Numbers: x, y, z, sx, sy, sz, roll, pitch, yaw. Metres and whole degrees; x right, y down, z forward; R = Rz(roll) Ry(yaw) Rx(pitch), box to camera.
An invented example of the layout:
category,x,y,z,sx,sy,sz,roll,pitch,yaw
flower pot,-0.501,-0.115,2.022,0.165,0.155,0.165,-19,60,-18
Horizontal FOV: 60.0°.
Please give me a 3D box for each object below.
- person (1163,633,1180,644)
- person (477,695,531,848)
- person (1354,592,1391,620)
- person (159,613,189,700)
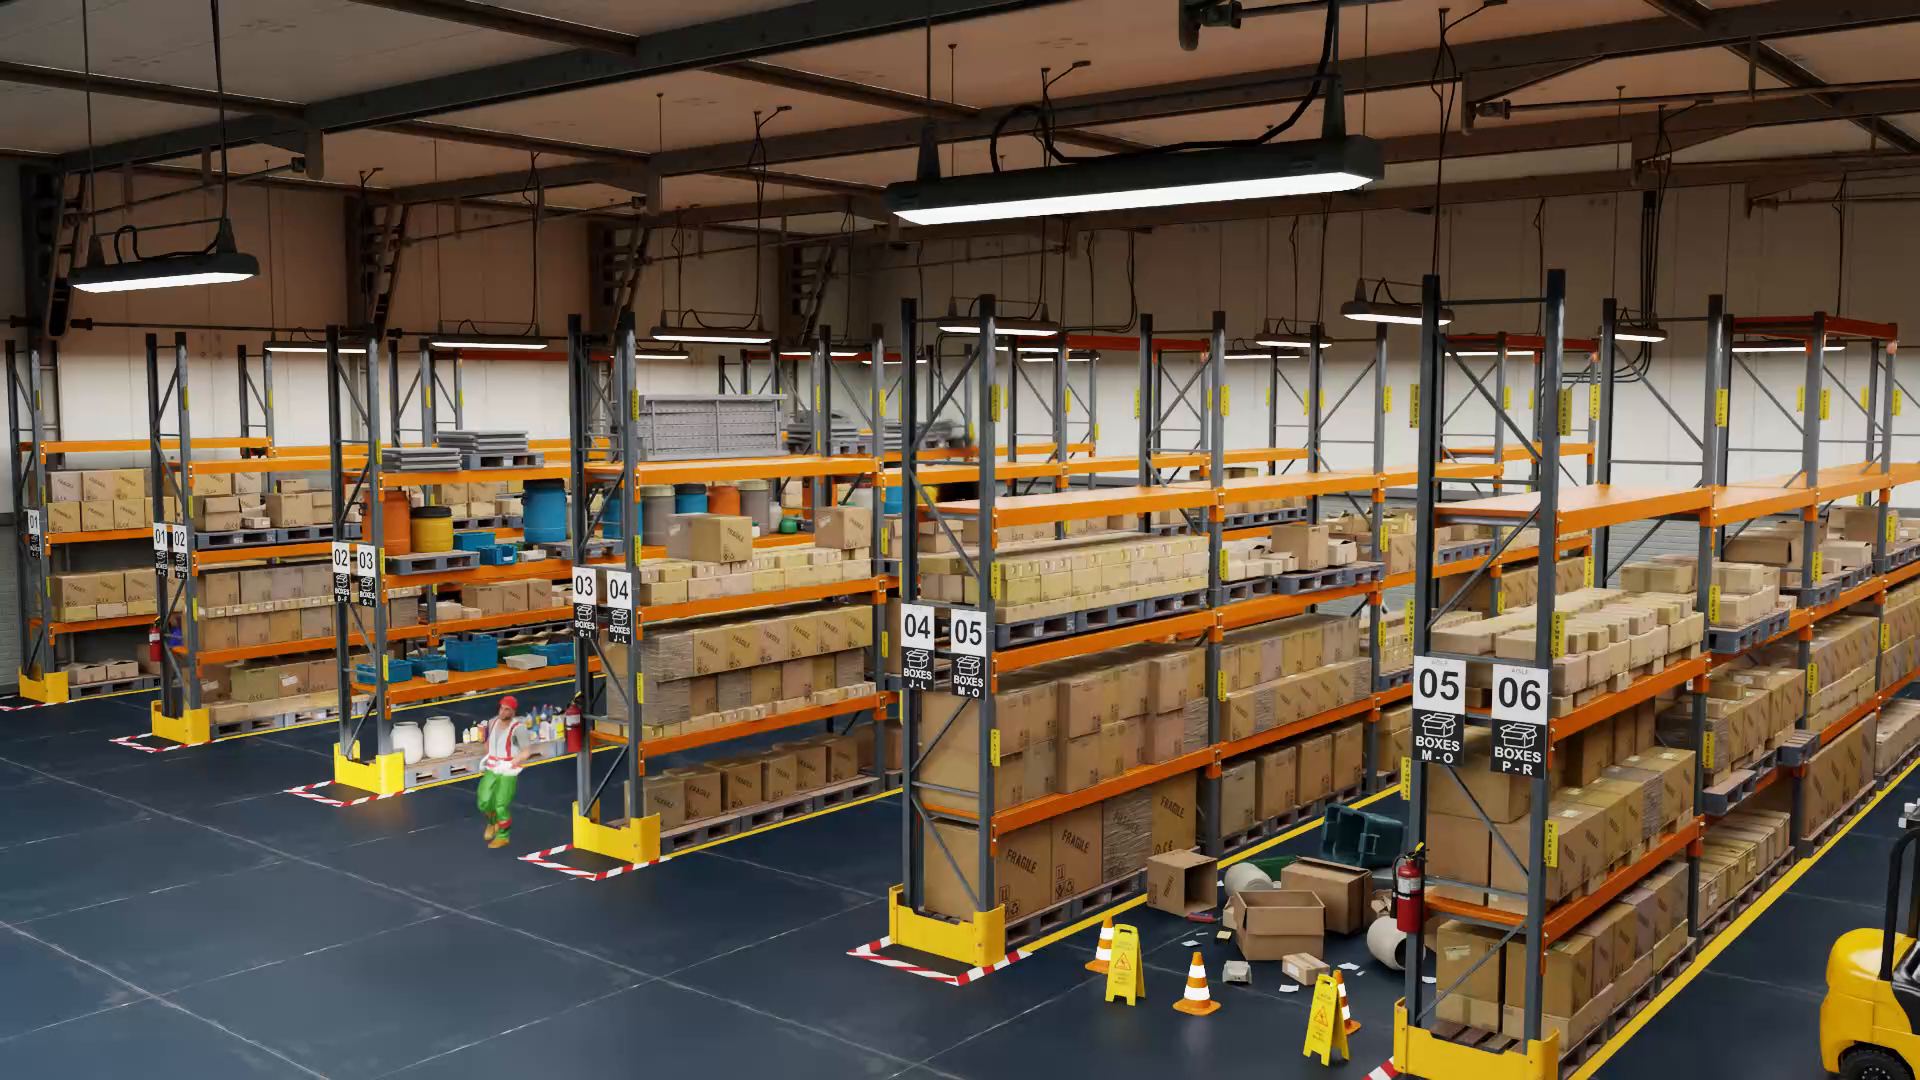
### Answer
category,x,y,z,sx,sy,sz,roll,pitch,yaw
person,3.134,2.120,24.631,0.561,1.728,0.754,4,6,36
person,-5.151,2.624,18.724,0.672,1.761,0.551,2,5,17
person,7.299,1.654,29.535,0.680,1.703,0.524,2,5,21
person,-12.291,1.989,26.153,0.555,1.703,0.804,4,6,36
